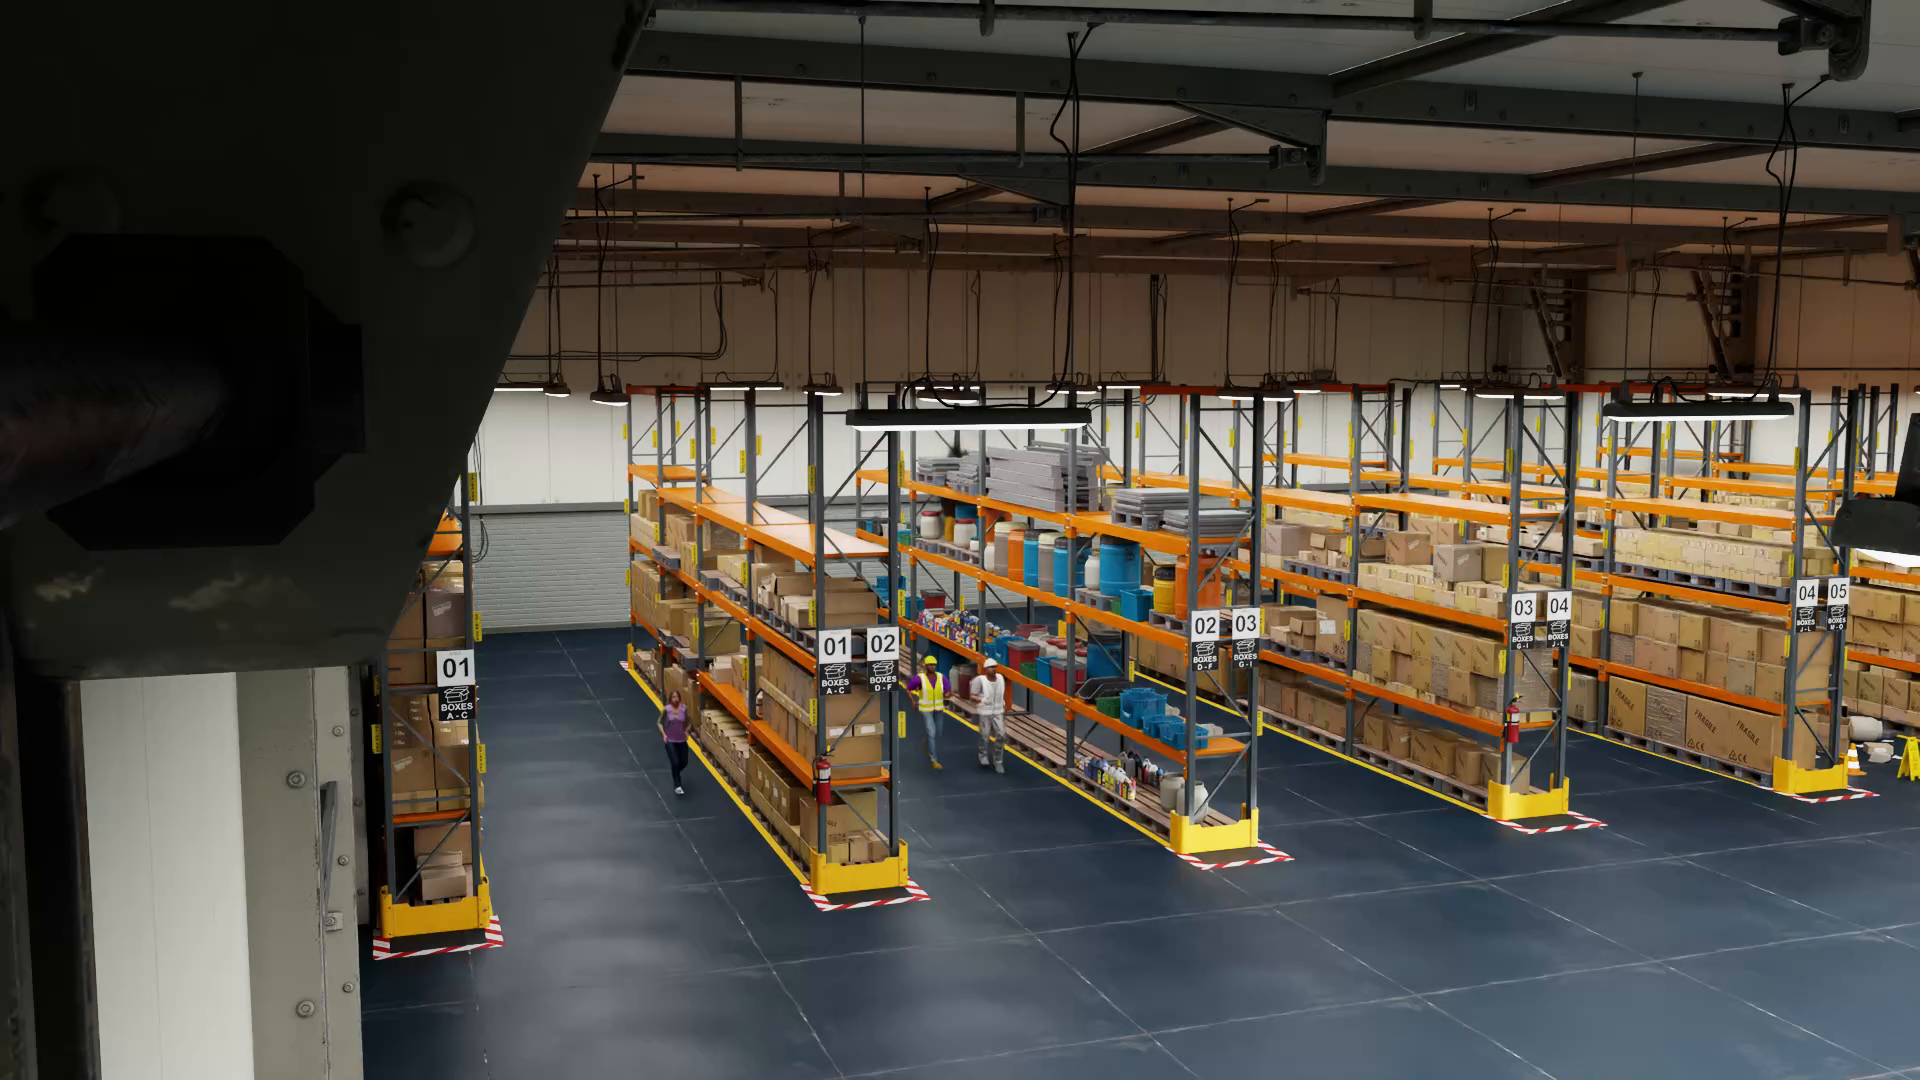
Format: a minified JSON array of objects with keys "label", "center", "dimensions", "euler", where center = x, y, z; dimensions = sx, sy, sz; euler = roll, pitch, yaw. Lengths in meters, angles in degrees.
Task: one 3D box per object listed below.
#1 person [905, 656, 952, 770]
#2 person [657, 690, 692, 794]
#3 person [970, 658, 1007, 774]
[{"label":"person","center":[-0.460,2.712,26.470],"dimensions":[0.710,1.747,0.968],"euler":[-3,6,-23]},{"label":"person","center":[-4.254,2.996,24.835],"dimensions":[0.529,1.556,0.602],"euler":[-2,6,-18]},{"label":"person","center":[0.473,2.763,26.132],"dimensions":[0.659,1.829,0.759],"euler":[-2,6,-16]}]
